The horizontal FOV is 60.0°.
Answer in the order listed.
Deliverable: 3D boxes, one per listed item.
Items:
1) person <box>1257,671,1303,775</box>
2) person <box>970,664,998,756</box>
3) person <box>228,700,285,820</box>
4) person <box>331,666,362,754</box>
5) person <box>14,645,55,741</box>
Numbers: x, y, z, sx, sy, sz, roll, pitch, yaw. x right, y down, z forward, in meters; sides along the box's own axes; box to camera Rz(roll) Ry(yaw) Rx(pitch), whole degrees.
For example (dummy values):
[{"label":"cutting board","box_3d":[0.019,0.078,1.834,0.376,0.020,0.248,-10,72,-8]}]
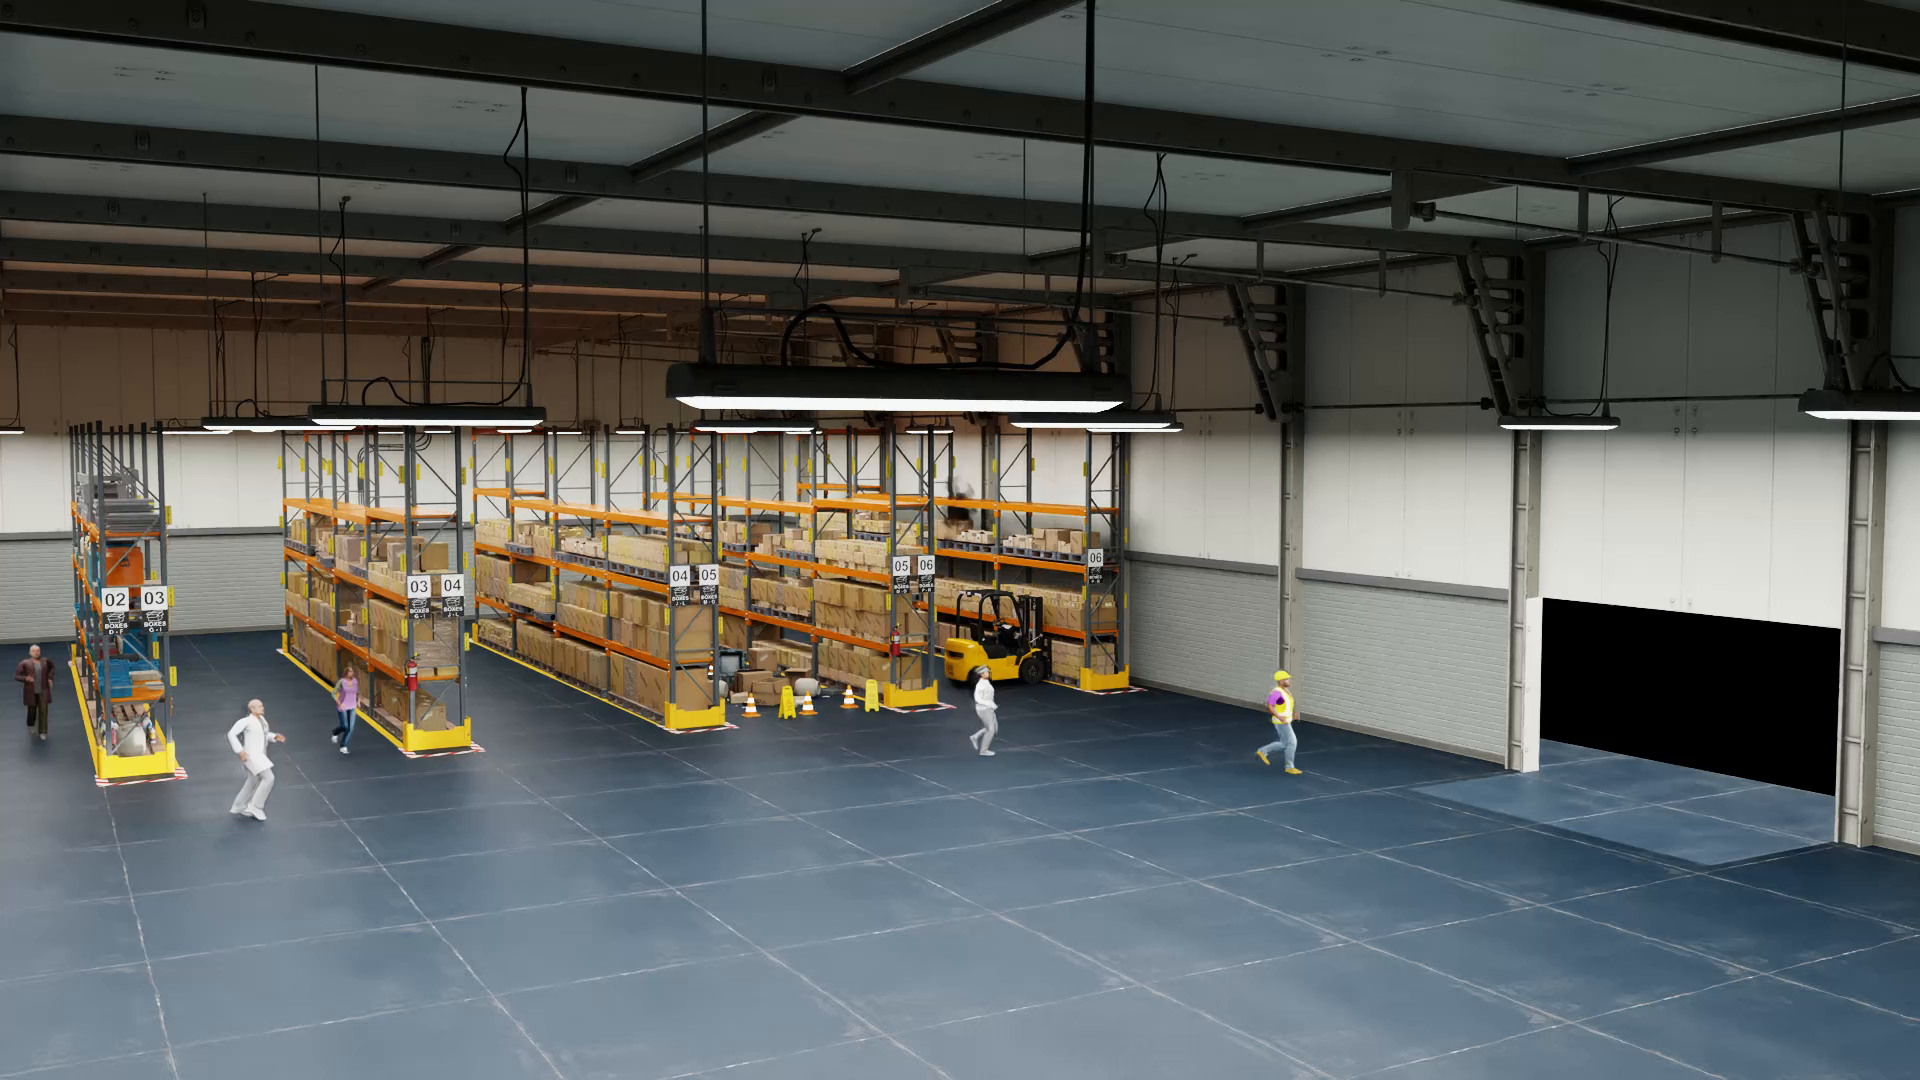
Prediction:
[{"label":"person","box_3d":[5.446,3.097,28.329,0.813,1.746,0.714,1,4,21]},{"label":"person","box_3d":[0.450,3.049,29.889,0.553,1.648,0.612,1,4,15]},{"label":"person","box_3d":[-10.578,3.306,25.007,0.808,1.823,0.693,0,4,-4]},{"label":"person","box_3d":[-11.196,3.187,30.391,0.556,1.356,0.616,-3,5,-44]},{"label":"person","box_3d":[-17.426,2.861,31.376,0.714,1.763,1.081,-3,4,-38]}]
